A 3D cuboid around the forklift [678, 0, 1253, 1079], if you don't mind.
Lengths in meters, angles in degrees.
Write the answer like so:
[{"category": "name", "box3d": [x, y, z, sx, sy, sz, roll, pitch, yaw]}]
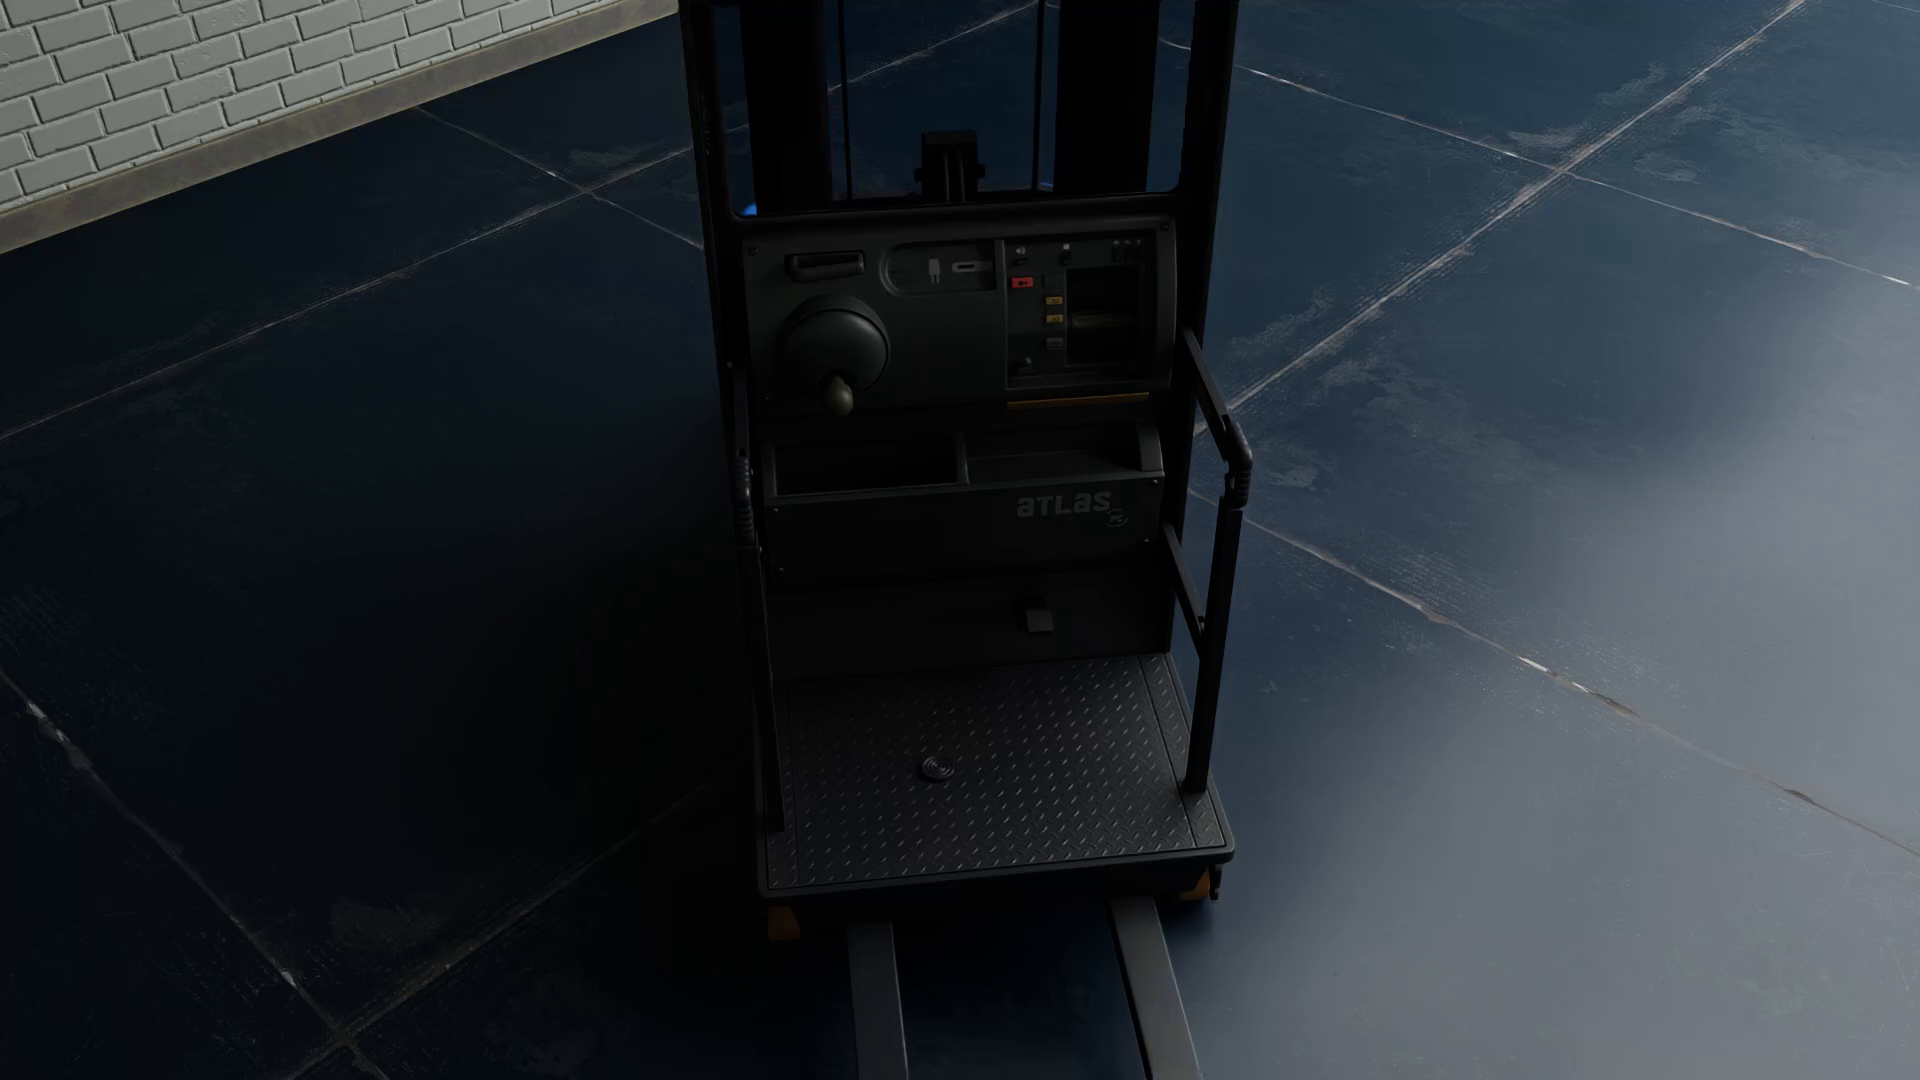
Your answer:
[{"category": "forklift", "box3d": [0.034, -0.411, 3.412, 1.130, 2.935, 3.031, -4, 39, -5]}]
